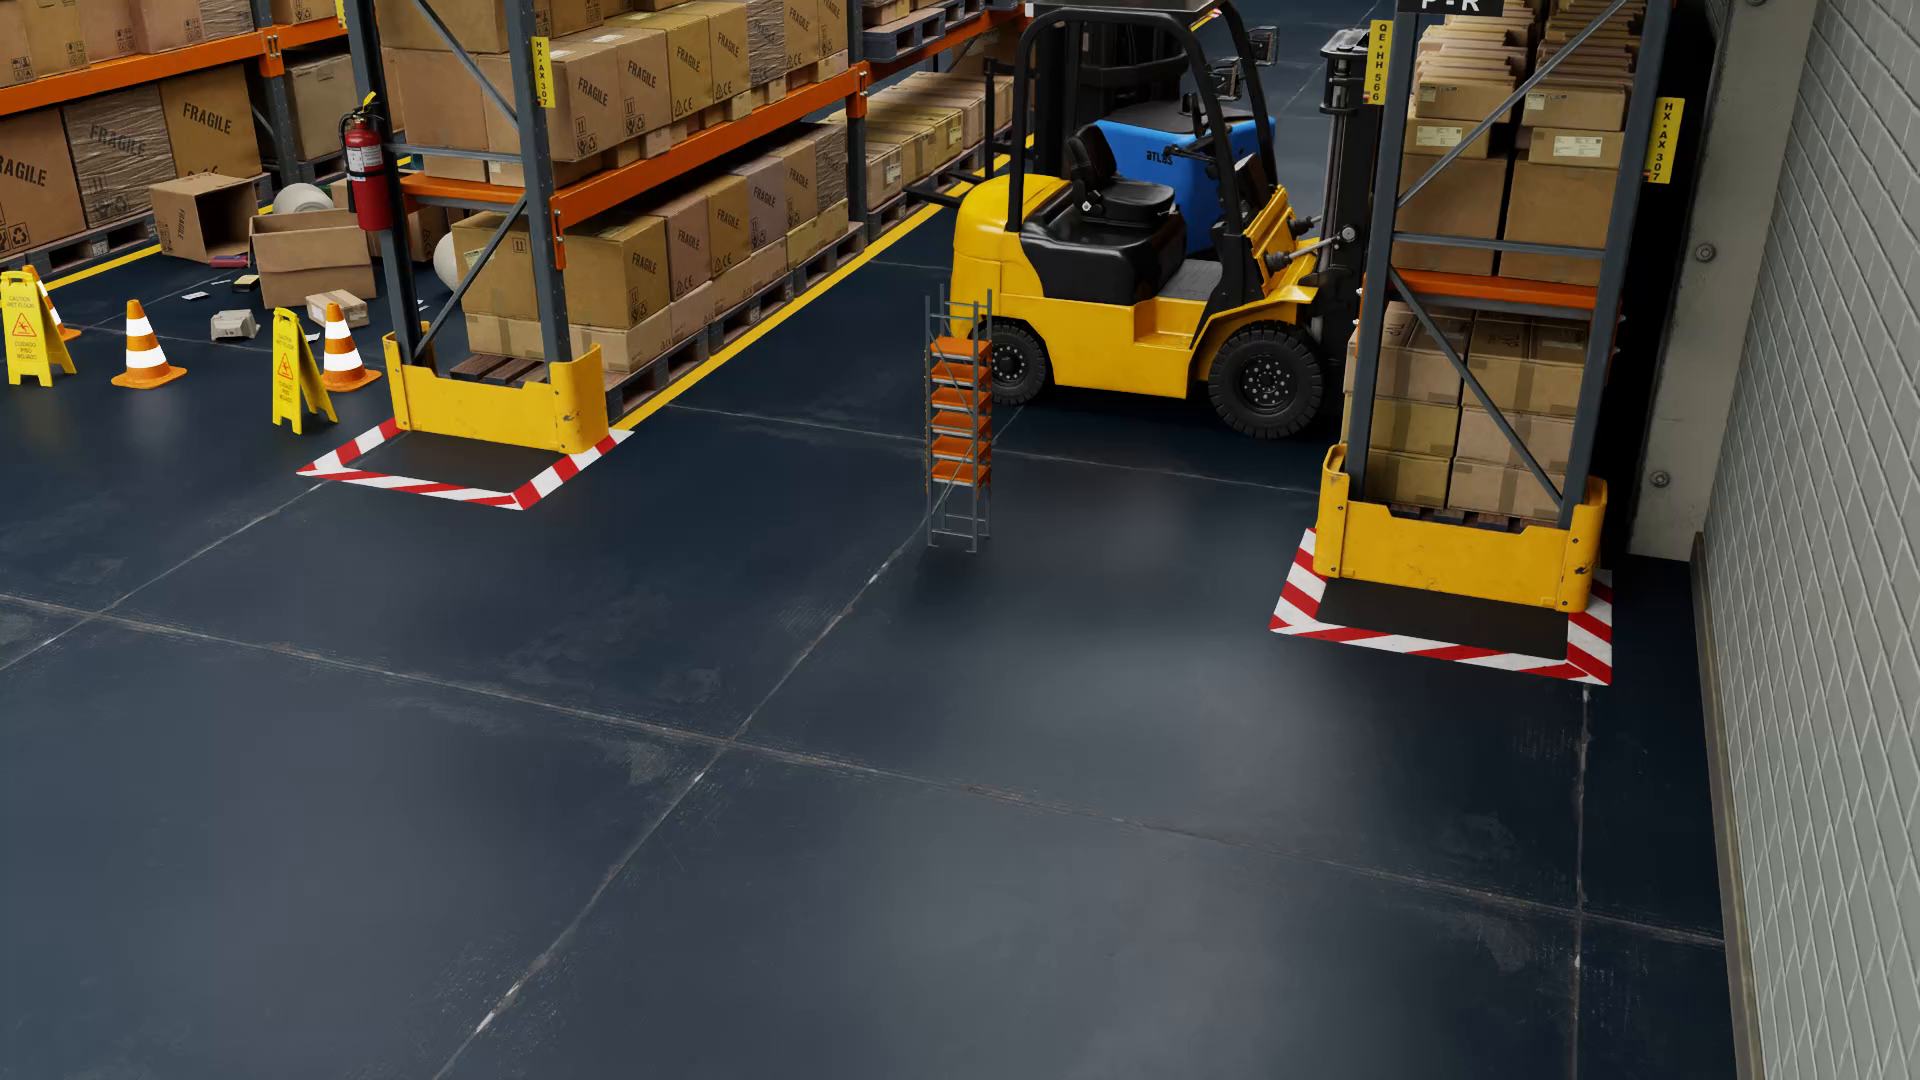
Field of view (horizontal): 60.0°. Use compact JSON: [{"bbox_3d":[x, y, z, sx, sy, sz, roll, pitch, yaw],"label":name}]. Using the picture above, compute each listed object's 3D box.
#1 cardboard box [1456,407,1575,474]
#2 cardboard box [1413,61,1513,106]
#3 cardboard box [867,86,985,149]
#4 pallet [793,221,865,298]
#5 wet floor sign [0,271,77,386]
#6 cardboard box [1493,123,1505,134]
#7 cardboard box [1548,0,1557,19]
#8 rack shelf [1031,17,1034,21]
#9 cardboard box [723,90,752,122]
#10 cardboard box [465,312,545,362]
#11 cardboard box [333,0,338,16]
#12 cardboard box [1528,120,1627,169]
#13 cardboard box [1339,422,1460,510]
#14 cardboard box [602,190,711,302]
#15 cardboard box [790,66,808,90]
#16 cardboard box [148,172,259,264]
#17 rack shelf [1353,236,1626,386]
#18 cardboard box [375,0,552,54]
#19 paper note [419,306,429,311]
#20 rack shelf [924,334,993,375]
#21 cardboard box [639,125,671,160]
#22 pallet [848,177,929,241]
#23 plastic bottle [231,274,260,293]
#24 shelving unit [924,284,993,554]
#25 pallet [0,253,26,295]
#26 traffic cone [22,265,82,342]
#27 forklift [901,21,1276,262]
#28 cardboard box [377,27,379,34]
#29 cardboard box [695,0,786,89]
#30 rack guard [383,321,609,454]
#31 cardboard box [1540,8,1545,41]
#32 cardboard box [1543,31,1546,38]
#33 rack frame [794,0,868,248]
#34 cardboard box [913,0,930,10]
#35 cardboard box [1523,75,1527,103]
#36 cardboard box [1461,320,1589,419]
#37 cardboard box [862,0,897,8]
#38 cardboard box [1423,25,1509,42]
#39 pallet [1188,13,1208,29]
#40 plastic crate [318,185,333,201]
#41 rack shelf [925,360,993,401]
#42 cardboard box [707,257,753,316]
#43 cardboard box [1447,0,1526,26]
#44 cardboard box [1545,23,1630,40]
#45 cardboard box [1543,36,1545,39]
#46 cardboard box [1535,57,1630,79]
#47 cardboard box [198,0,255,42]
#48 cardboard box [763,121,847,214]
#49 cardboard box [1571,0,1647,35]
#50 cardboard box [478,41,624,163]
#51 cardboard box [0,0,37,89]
[{"bbox_3d":[2.537,-0.535,7.512,0.500,0.250,0.500,9,27,18],"label":"cardboard box"},{"bbox_3d":[2.158,-1.950,7.134,0.380,0.149,0.250,9,27,18],"label":"cardboard box"},{"bbox_3d":[-0.270,-3.672,14.426,0.950,0.372,0.625,8,27,16],"label":"cardboard box"},{"bbox_3d":[-1.356,-2.021,11.682,1.003,0.211,1.213,9,27,17],"label":"pallet"},{"bbox_3d":[-5.341,-1.231,9.552,0.267,0.644,0.232,4,26,8],"label":"wet floor sign"},{"bbox_3d":[2.237,-1.922,7.419,0.380,0.149,0.250,9,27,18],"label":"cardboard box"},{"bbox_3d":[3.835,-3.289,10.242,0.380,0.149,0.250,8,27,16],"label":"cardboard box"},{"bbox_3d":[0.830,-5.699,16.904,1.077,0.370,4.000,9,27,17],"label":"rack shelf"},{"bbox_3d":[-1.485,-2.638,10.045,0.380,0.149,0.250,9,27,18],"label":"cardboard box"},{"bbox_3d":[-2.474,-1.246,9.555,0.500,0.250,0.500,9,27,17],"label":"cardboard box"},{"bbox_3d":[-5.272,-4.663,13.824,0.500,0.500,0.500,9,27,18],"label":"cardboard box"},{"bbox_3d":[2.542,-1.634,6.823,0.380,0.149,0.250,8,27,16],"label":"cardboard box"},{"bbox_3d":[2.043,-0.385,7.777,0.500,0.250,0.500,9,27,18],"label":"cardboard box"},{"bbox_3d":[-1.791,-1.719,9.671,0.500,0.500,0.500,8,27,16],"label":"cardboard box"},{"bbox_3d":[-1.223,-3.068,10.934,0.380,0.149,0.250,9,27,18],"label":"cardboard box"},{"bbox_3d":[-5.417,-2.323,11.971,0.500,0.500,0.500,14,29,26],"label":"cardboard box"},{"bbox_3d":[2.850,-1.693,8.631,1.077,0.370,4.000,9,27,17],"label":"rack shelf"},{"bbox_3d":[-2.533,-2.784,8.454,0.700,0.500,0.500,8,27,16],"label":"cardboard box"},{"bbox_3d":[-3.516,-1.510,10.857,0.032,0.001,0.123,9,27,17],"label":"paper note"},{"bbox_3d":[-0.005,-0.818,7.339,0.258,0.103,0.180,9,27,17],"label":"rack shelf"},{"bbox_3d":[-1.826,-2.211,9.162,0.380,0.149,0.250,9,27,18],"label":"cardboard box"},{"bbox_3d":[-0.908,-2.622,12.924,1.003,0.211,1.213,9,27,17],"label":"pallet"},{"bbox_3d":[-4.833,-1.751,11.296,0.133,0.061,0.283,0,26,-1],"label":"plastic bottle"},{"bbox_3d":[-0.005,-0.534,7.476,0.258,1.200,0.189,9,27,17],"label":"shelving unit"},{"bbox_3d":[-7.006,-1.675,10.966,1.003,0.211,1.213,9,27,17],"label":"pallet"},{"bbox_3d":[-5.683,-1.460,10.235,0.336,0.463,0.334,9,27,17],"label":"traffic cone"},{"bbox_3d":[0.745,-3.515,11.647,1.130,2.935,3.031,-24,34,-39],"label":"forklift"},{"bbox_3d":[-5.112,-4.457,15.612,1.050,0.750,0.750,9,27,18],"label":"cardboard box"},{"bbox_3d":[-1.413,-3.091,10.236,0.500,0.500,0.500,10,27,19],"label":"cardboard box"},{"bbox_3d":[-2.472,-0.820,8.869,1.175,0.500,0.348,9,27,17],"label":"rack guard"},{"bbox_3d":[3.603,-3.448,11.027,0.500,0.250,0.500,8,27,16],"label":"cardboard box"},{"bbox_3d":[3.621,-2.660,9.687,0.500,0.500,0.500,9,27,17],"label":"cardboard box"},{"bbox_3d":[-1.166,-3.557,11.655,1.000,3.000,0.127,9,27,17],"label":"rack frame"},{"bbox_3d":[-0.446,-4.143,12.671,0.380,0.149,0.250,9,27,18],"label":"cardboard box"},{"bbox_3d":[2.609,-2.111,8.553,0.500,0.500,0.500,9,27,18],"label":"cardboard box"},{"bbox_3d":[2.523,-0.767,7.417,0.500,0.250,0.500,8,27,17],"label":"cardboard box"},{"bbox_3d":[-0.740,-4.076,11.789,0.500,0.500,0.500,9,27,19],"label":"cardboard box"},{"bbox_3d":[2.435,-2.383,8.029,0.380,0.149,0.250,9,27,18],"label":"cardboard box"},{"bbox_3d":[2.635,-6.894,21.745,1.003,0.211,1.213,9,27,17],"label":"pallet"},{"bbox_3d":[-4.690,-2.732,13.112,0.662,0.188,0.450,-20,23,-36],"label":"plastic crate"},{"bbox_3d":[-0.005,-0.710,7.391,0.258,0.103,0.180,9,27,17],"label":"rack shelf"},{"bbox_3d":[-1.621,-1.591,10.267,0.500,0.250,0.500,11,28,21],"label":"cardboard box"},{"bbox_3d":[2.808,-2.794,8.877,0.380,0.149,0.250,8,27,17],"label":"cardboard box"},{"bbox_3d":[3.040,-2.404,8.074,0.380,0.149,0.250,9,27,18],"label":"cardboard box"},{"bbox_3d":[3.284,-2.590,8.799,0.380,0.149,0.250,10,27,19],"label":"cardboard box"},{"bbox_3d":[2.691,-1.986,7.210,0.380,0.149,0.250,9,27,18],"label":"cardboard box"},{"bbox_3d":[-5.979,-4.148,12.702,0.875,0.550,0.550,9,27,17],"label":"cardboard box"},{"bbox_3d":[-1.110,-2.564,11.417,0.500,0.500,0.500,8,27,17],"label":"cardboard box"},{"bbox_3d":[3.472,-2.815,8.922,0.380,0.149,0.250,8,27,16],"label":"cardboard box"},{"bbox_3d":[-2.078,-2.247,8.492,0.500,0.500,0.500,8,27,17],"label":"cardboard box"},{"bbox_3d":[-6.651,-3.257,10.863,0.875,0.550,0.550,9,27,17],"label":"cardboard box"}]
